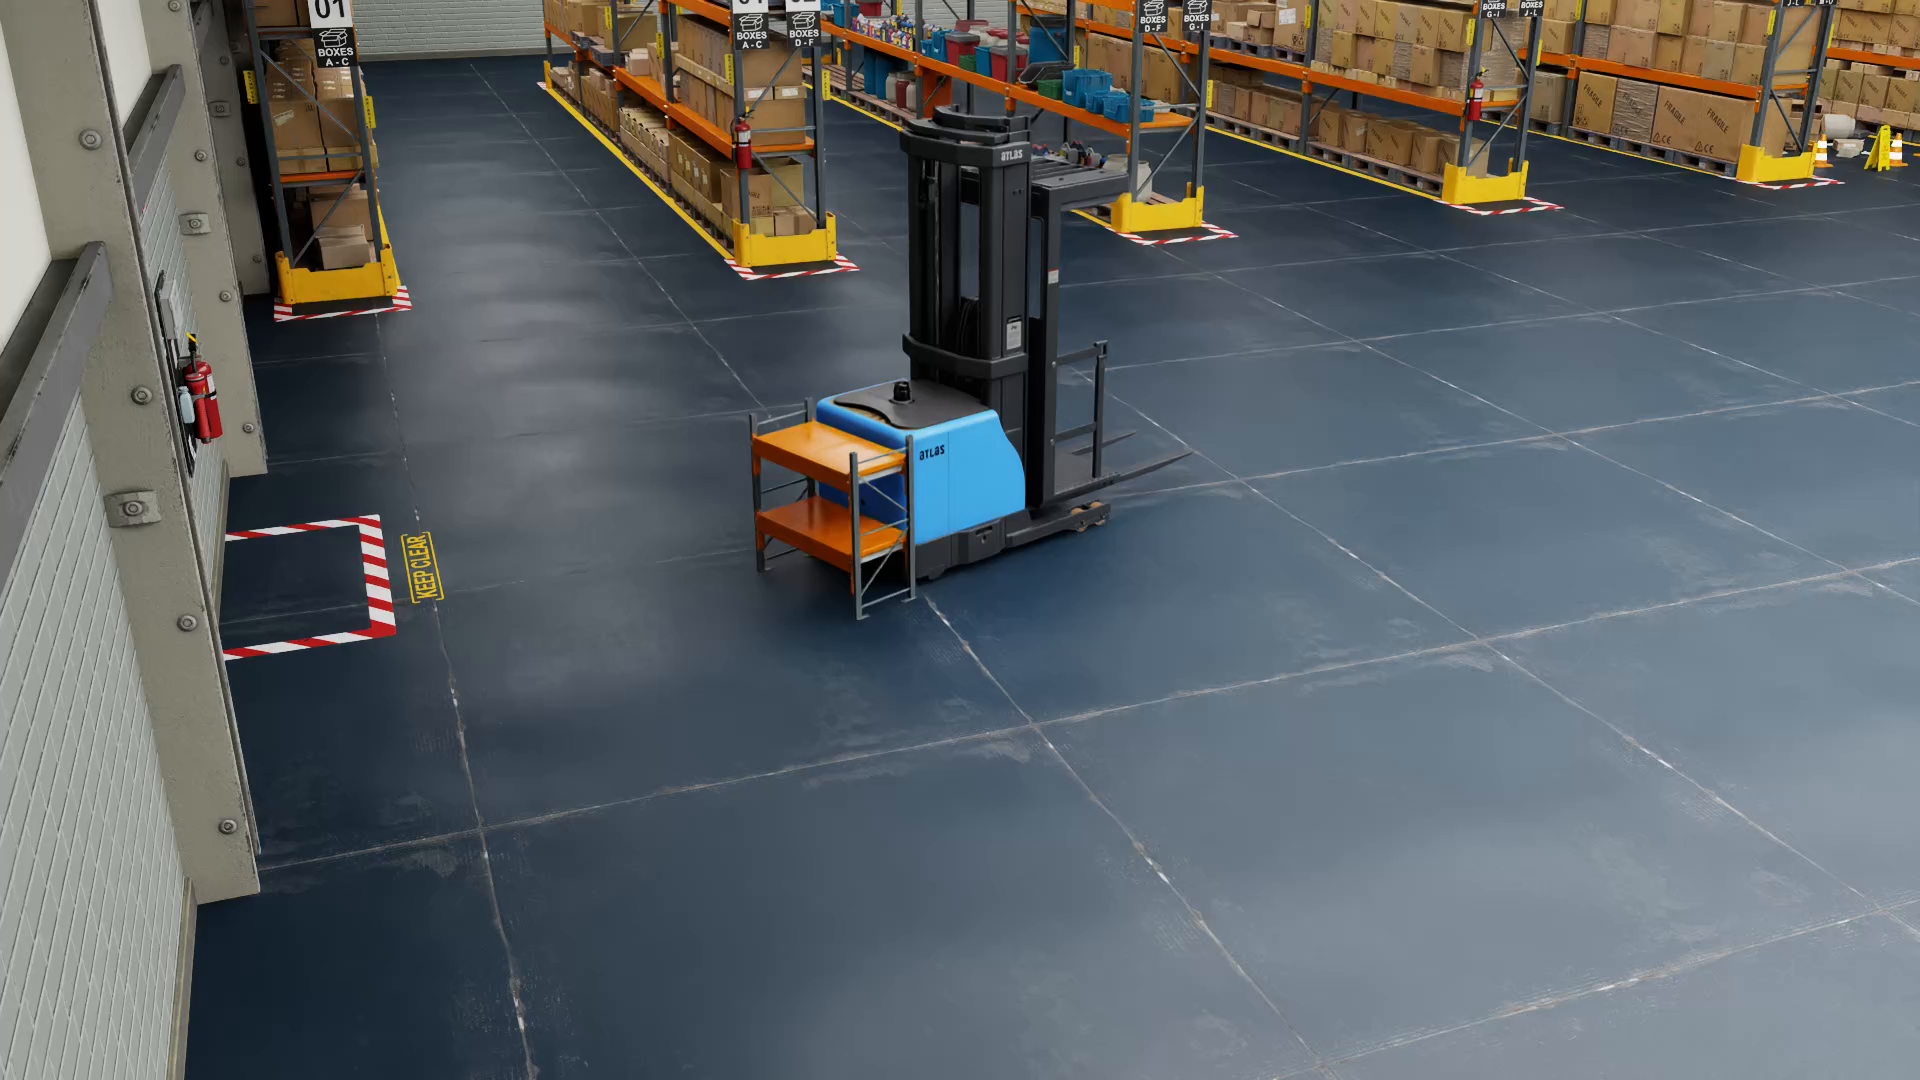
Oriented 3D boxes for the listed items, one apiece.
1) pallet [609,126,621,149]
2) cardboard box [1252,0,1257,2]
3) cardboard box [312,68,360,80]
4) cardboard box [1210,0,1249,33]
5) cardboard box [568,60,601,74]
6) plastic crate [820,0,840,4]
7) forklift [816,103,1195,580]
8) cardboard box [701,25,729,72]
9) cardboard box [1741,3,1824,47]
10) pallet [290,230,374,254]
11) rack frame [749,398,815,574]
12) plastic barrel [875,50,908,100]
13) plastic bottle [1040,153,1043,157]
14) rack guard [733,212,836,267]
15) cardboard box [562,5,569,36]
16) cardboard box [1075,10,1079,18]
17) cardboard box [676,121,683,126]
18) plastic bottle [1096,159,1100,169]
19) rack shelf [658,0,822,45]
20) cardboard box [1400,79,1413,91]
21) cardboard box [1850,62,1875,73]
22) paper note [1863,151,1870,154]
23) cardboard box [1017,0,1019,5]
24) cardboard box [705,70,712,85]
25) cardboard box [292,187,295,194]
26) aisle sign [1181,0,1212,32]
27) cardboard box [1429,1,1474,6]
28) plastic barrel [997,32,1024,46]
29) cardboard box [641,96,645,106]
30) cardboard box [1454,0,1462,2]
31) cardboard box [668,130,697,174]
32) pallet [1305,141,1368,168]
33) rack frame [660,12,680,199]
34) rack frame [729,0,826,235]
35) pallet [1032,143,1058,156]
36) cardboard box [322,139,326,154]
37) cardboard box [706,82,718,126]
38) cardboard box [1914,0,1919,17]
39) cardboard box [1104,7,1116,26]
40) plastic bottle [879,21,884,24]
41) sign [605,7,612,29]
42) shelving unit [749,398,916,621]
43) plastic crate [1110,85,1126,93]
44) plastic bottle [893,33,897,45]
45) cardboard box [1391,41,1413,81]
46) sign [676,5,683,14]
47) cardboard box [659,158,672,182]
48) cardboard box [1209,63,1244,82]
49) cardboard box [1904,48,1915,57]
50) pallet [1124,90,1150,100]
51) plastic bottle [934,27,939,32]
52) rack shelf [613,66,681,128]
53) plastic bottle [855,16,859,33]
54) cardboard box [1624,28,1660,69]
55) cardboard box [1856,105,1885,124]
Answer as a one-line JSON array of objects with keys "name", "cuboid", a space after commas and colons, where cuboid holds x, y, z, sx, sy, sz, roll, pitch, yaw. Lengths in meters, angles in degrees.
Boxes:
[{"name": "pallet", "cuboid": [-5.111, -6.579, 27.089, 1.003, 0.211, 1.213, -8, 24, -19]}, {"name": "cardboard box", "cuboid": [6.571, -11.755, 36.102, 0.380, 0.149, 0.250, -9, 24, -20]}, {"name": "cardboard box", "cuboid": [-7.297, -5.245, 19.534, 0.500, 0.500, 0.500, -9, 24, -21]}, {"name": "cardboard box", "cuboid": [4.615, -8.995, 28.559, 0.500, 0.500, 0.500, -12, 25, -25]}, {"name": "cardboard box", "cuboid": [-6.964, -8.776, 31.357, 0.797, 0.503, 0.637, -8, 24, -19]}, {"name": "plastic crate", "cuboid": [-2.780, -11.121, 34.151, 0.616, 0.435, 0.499, -8, 24, -19]}, {"name": "forklift", "cuboid": [0.452, -1.546, 11.644, 3.031, 2.935, 1.130, -19, 29, -37]}, {"name": "cardboard box", "cuboid": [-2.775, -6.071, 20.493, 0.700, 0.500, 0.500, -8, 24, -19]}, {"name": "cardboard box", "cuboid": [11.794, -7.390, 23.837, 0.875, 0.550, 0.550, -8, 24, -19]}, {"name": "pallet", "cuboid": [-7.397, -3.485, 19.748, 1.003, 0.211, 1.213, -8, 24, -19]}, {"name": "rack frame", "cuboid": [-1.179, -0.362, 11.161, 0.500, 1.125, 0.032, -20, 30, -39]}, {"name": "plastic barrel", "cuboid": [-1.234, -8.489, 30.190, 0.600, 0.901, 0.708, -8, 24, -19]}, {"name": "plastic bottle", "cuboid": [1.149, -5.279, 23.345, 0.061, 0.283, 0.133, -7, 24, -17]}, {"name": "rack guard", "cuboid": [-2.048, -3.521, 19.459, 1.175, 0.500, 0.348, -8, 24, -19]}, {"name": "cardboard box", "cuboid": [-6.896, -9.421, 30.111, 0.500, 0.500, 0.500, -8, 24, -17]}, {"name": "cardboard box", "cuboid": [2.468, -10.443, 32.988, 0.380, 0.149, 0.250, -8, 24, -18]}, {"name": "cardboard box", "cuboid": [-3.927, -6.062, 24.549, 0.500, 0.311, 0.500, -8, 24, -18]}, {"name": "plastic bottle", "cuboid": [1.966, -5.246, 23.371, 0.097, 0.201, 0.097, 0, 23, 0]}, {"name": "rack shelf", "cuboid": [-2.763, -6.459, 20.276, 1.077, 0.370, 4.000, -8, 24, -19]}, {"name": "cardboard box", "cuboid": [6.462, -6.450, 23.516, 0.380, 0.149, 0.250, -8, 24, -19]}, {"name": "cardboard box", "cuboid": [15.198, -7.932, 27.905, 0.380, 0.149, 0.250, -7, 24, -17]}, {"name": "paper note", "cuboid": [14.287, -6.101, 26.186, 0.148, 0.019, 0.142, -18, 29, -37]}, {"name": "cardboard box", "cuboid": [1.377, -11.563, 35.645, 0.380, 0.149, 0.250, -8, 24, -18]}, {"name": "cardboard box", "cuboid": [-2.920, -5.702, 20.453, 0.380, 0.149, 0.250, -9, 24, -20]}, {"name": "cardboard box", "cuboid": [-8.608, -4.950, 22.285, 0.700, 0.500, 0.500, -9, 24, -20]}, {"name": "aisle sign", "cuboid": [2.878, -6.571, 20.132, 0.394, 0.787, 0.004, -8, 24, -19]}, {"name": "cardboard box", "cuboid": [6.925, -7.284, 23.371, 0.500, 0.500, 0.500, -8, 24, -19]}, {"name": "plastic barrel", "cuboid": [0.774, -7.520, 25.554, 0.433, 0.535, 0.433, 0, 23, 0]}, {"name": "cardboard box", "cuboid": [-4.966, -7.033, 27.226, 0.500, 0.500, 0.500, -9, 25, -21]}, {"name": "cardboard box", "cuboid": [9.212, -9.932, 30.036, 0.700, 0.500, 0.500, -8, 24, -19]}, {"name": "cardboard box", "cuboid": [-3.599, -5.195, 22.248, 0.500, 0.500, 0.500, -8, 24, -19]}, {"name": "pallet", "cuboid": [6.070, -5.968, 25.639, 1.003, 0.211, 1.213, -8, 24, -19]}, {"name": "rack frame", "cuboid": [-3.469, -6.135, 22.443, 1.000, 3.000, 0.127, -8, 24, -19]}, {"name": "rack frame", "cuboid": [-2.056, -4.681, 18.995, 1.000, 3.000, 0.127, -8, 24, -19]}, {"name": "pallet", "cuboid": [0.852, -5.808, 25.258, 1.003, 0.211, 1.213, -8, 24, -19]}, {"name": "cardboard box", "cuboid": [-6.762, -4.348, 18.371, 0.500, 0.250, 0.500, -9, 25, -21]}, {"name": "cardboard box", "cuboid": [-2.759, -5.461, 20.715, 0.700, 0.500, 0.500, -8, 24, -17]}, {"name": "cardboard box", "cuboid": [15.651, -8.554, 26.385, 0.700, 0.500, 0.500, -9, 24, -20]}, {"name": "cardboard box", "cuboid": [3.080, -10.061, 31.631, 0.500, 0.500, 0.500, -8, 24, -19]}, {"name": "plastic bottle", "cuboid": [-1.384, -9.126, 29.701, 0.152, 0.276, 0.135, -8, 24, -19]}, {"name": "sign", "cuboid": [-5.387, -8.007, 25.497, 0.100, 0.325, 0.005, -8, 24, -19]}, {"name": "shelving unit", "cuboid": [-0.831, -0.219, 10.820, 0.538, 1.125, 1.048, -20, 30, -39]}, {"name": "plastic crate", "cuboid": [1.976, -6.136, 22.786, 0.530, 0.136, 0.437, -8, 24, -19]}, {"name": "plastic bottle", "cuboid": [-1.101, -8.604, 28.557, 0.097, 0.201, 0.097, 0, 23, 0]}, {"name": "cardboard box", "cuboid": [6.619, -6.779, 23.459, 0.875, 0.500, 0.500, -8, 24, -19]}, {"name": "sign", "cuboid": [-4.364, -8.199, 25.850, 0.100, 0.325, 0.005, -8, 24, -19]}, {"name": "cardboard box", "cuboid": [-3.887, -5.172, 23.158, 0.500, 0.250, 0.500, -9, 24, -20]}, {"name": "cardboard box", "cuboid": [4.651, -8.103, 28.799, 0.500, 0.250, 0.500, -7, 24, -17]}, {"name": "cardboard box", "cuboid": [15.630, -7.948, 27.068, 0.380, 0.149, 0.250, -8, 24, -19]}, {"name": "pallet", "cuboid": [3.751, -8.400, 31.409, 1.003, 0.211, 1.213, -8, 24, -19]}, {"name": "plastic bottle", "cuboid": [-0.405, -8.755, 28.825, 0.097, 0.271, 0.097, 0, 23, 0]}, {"name": "rack shelf", "cuboid": [-4.176, -6.530, 24.307, 1.077, 0.370, 4.000, -8, 24, -19]}, {"name": "plastic bottle", "cuboid": [-1.883, -9.426, 30.401, 0.061, 0.283, 0.133, -8, 24, -19]}, {"name": "cardboard box", "cuboid": [10.913, -7.664, 25.878, 0.875, 0.550, 0.550, -8, 24, -19]}, {"name": "cardboard box", "cuboid": [15.415, -7.142, 27.833, 0.500, 0.250, 0.500, -9, 24, -20]}]
